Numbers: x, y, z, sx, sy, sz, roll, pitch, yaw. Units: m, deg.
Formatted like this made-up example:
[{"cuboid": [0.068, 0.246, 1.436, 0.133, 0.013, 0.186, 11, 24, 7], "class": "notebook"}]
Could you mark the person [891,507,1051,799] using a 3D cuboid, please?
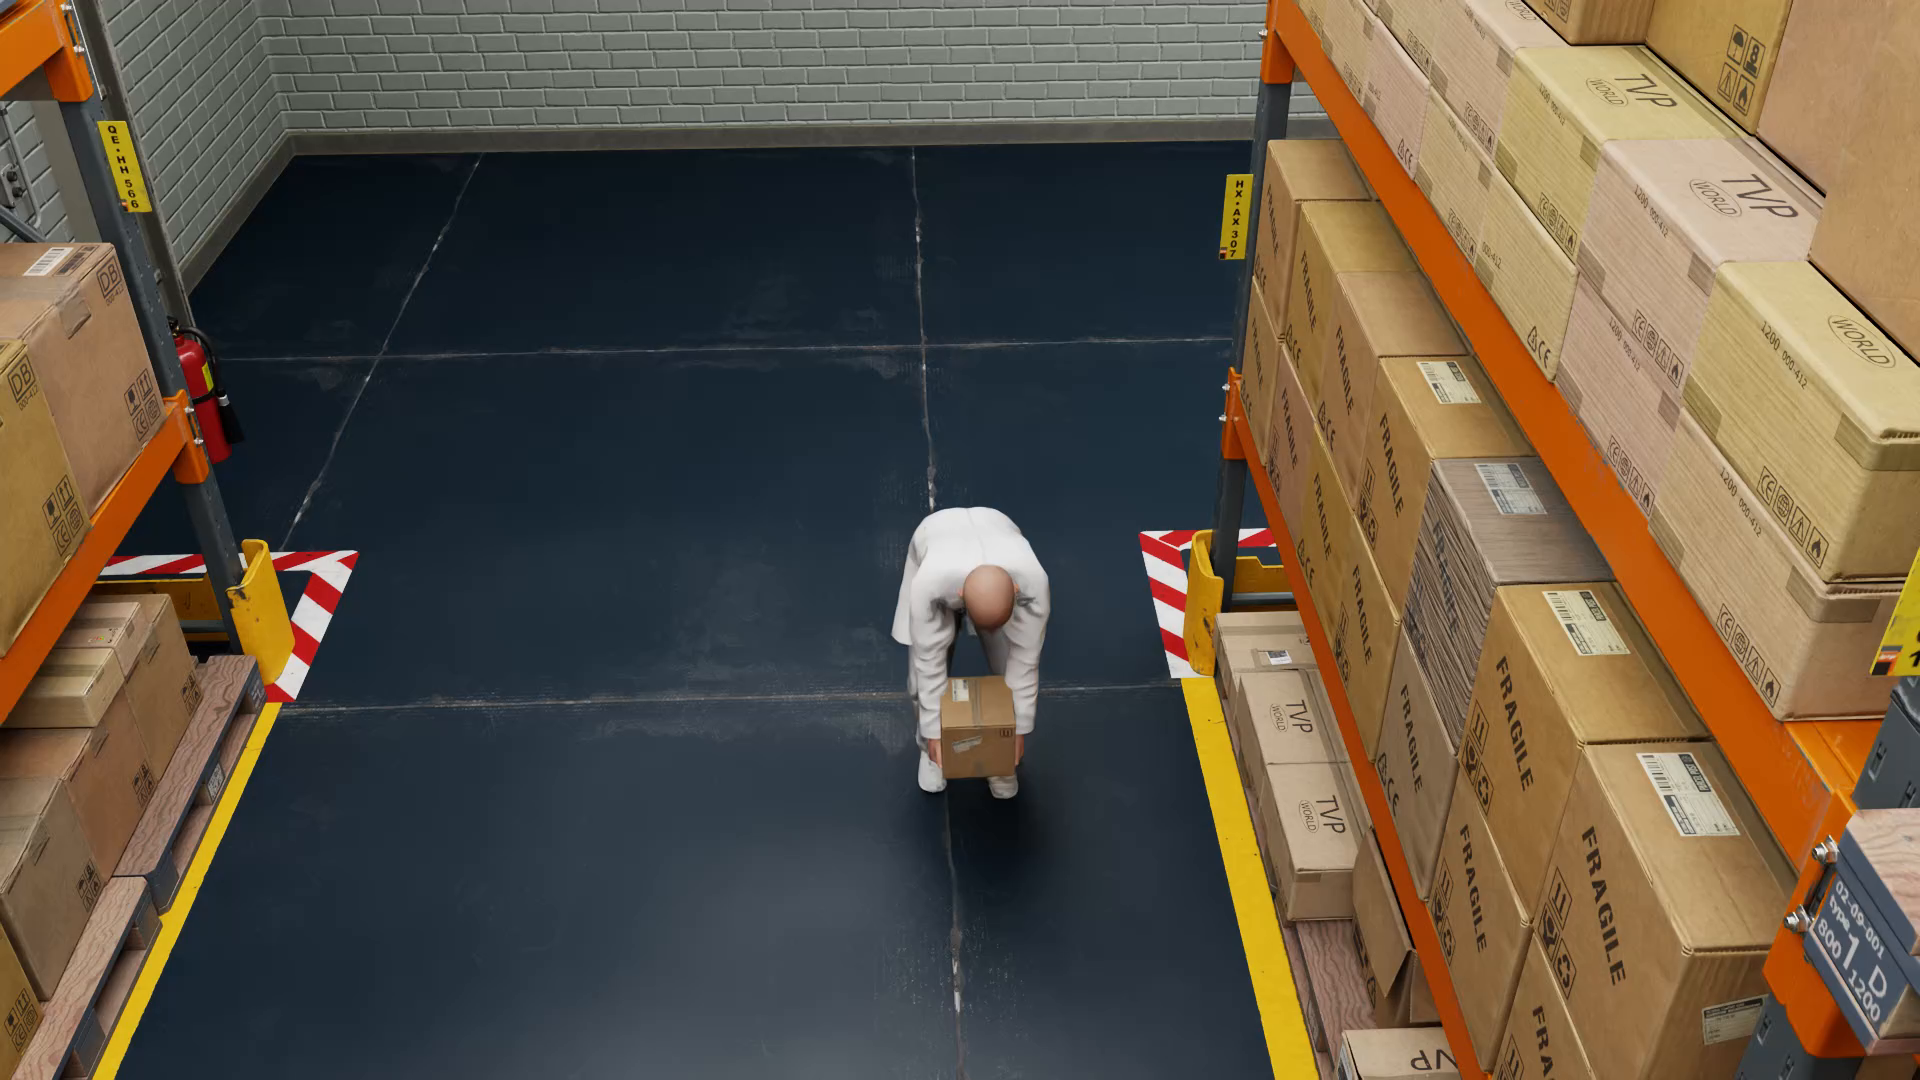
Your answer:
[{"cuboid": [0.043, 0.438, 5.936, 0.561, 1.313, 0.900, -3, 35, -4], "class": "person"}]
